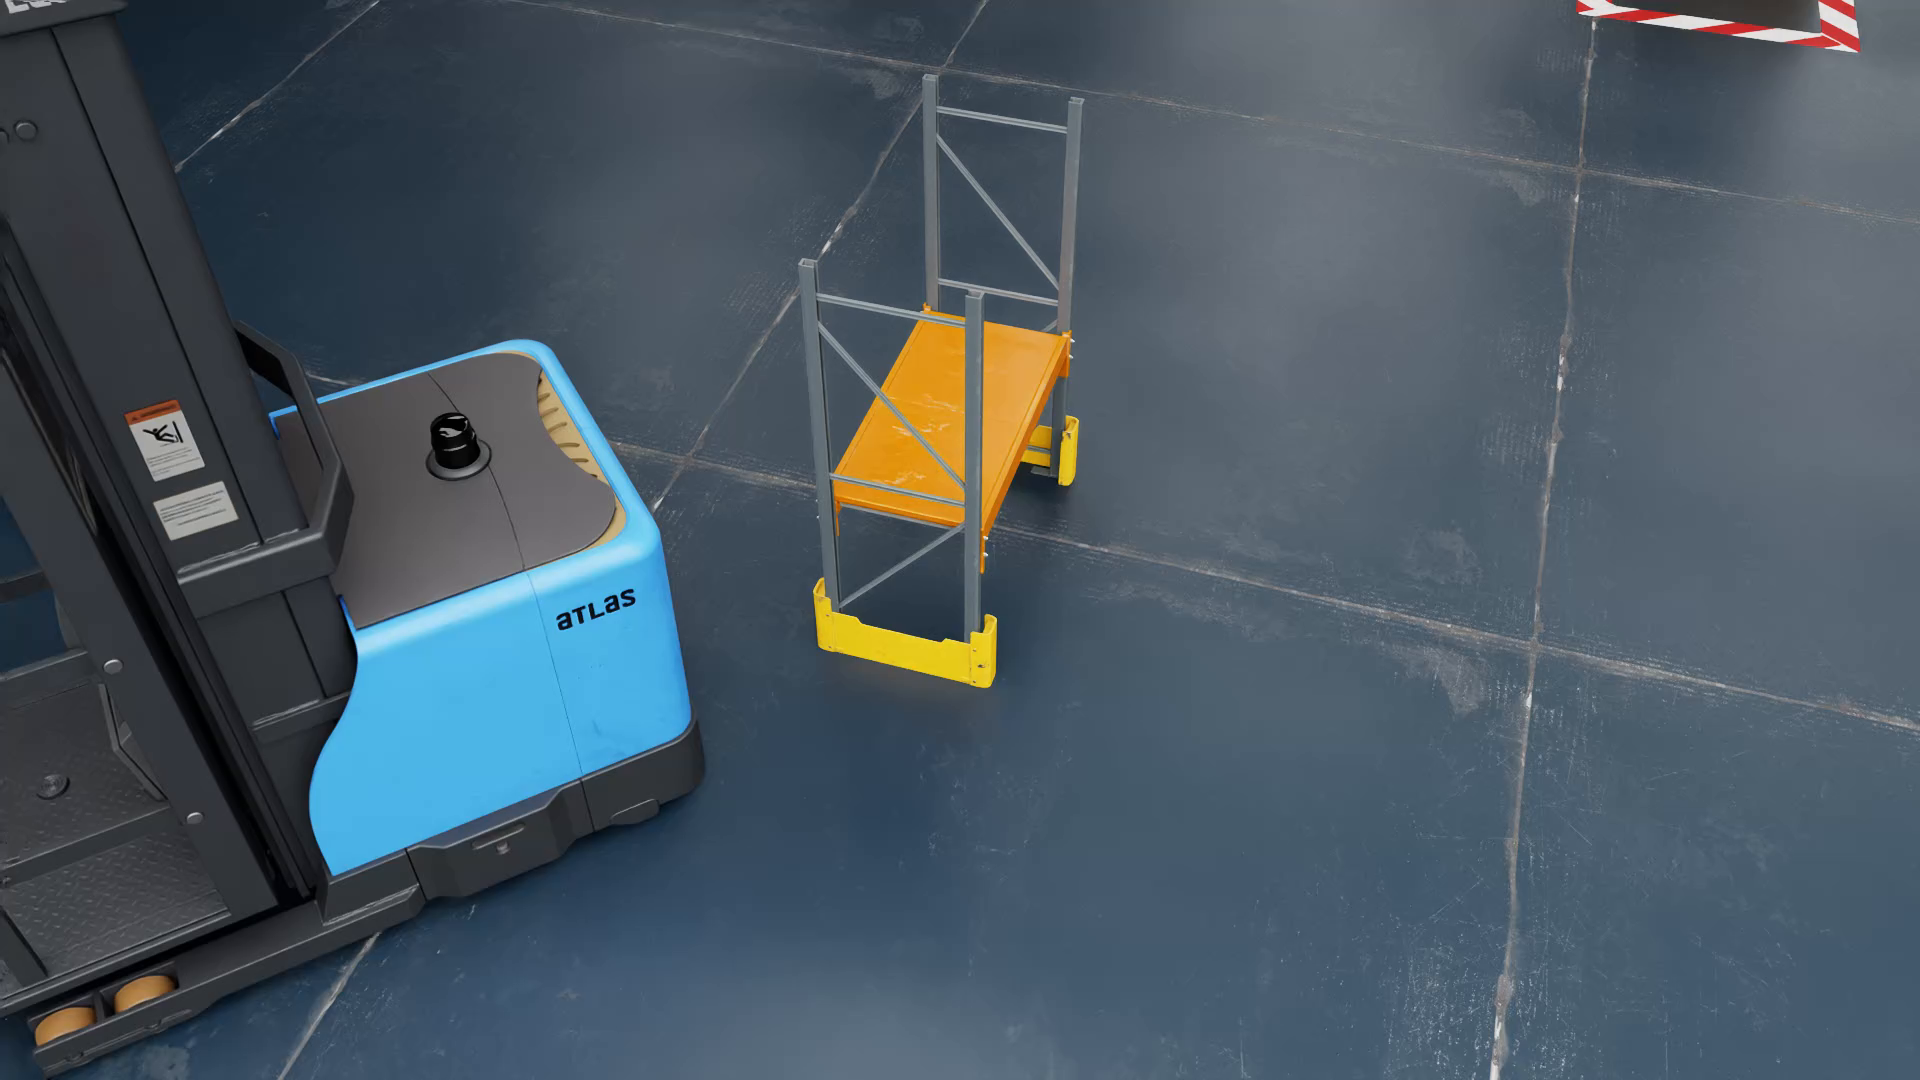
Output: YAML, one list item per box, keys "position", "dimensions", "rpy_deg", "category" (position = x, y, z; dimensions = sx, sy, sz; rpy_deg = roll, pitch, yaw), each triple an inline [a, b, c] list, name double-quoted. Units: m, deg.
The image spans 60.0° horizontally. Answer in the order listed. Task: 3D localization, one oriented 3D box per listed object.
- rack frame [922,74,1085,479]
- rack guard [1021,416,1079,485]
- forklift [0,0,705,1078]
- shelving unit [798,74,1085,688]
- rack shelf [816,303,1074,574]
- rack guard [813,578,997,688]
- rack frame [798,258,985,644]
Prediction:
- position: [0.128, -0.818, 5.514]
  dimensions: [0.500, 1.500, 0.032]
  rpy_deg: [13, 46, 13]
  category: "rack frame"
- position: [0.128, -0.370, 5.950]
  dimensions: [0.587, 0.250, 0.087]
  rpy_deg: [13, 46, 13]
  category: "rack guard"
- position: [-2.301, -0.097, 3.754]
  dimensions: [3.031, 2.935, 1.130]
  rpy_deg: [-21, 48, -20]
  category: "forklift"
- position: [-0.023, -0.485, 5.174]
  dimensions: [0.587, 1.500, 1.083]
  rpy_deg: [13, 46, 13]
  category: "shelving unit"
- position: [-0.026, -0.351, 5.293]
  dimensions: [0.538, 0.185, 1.000]
  rpy_deg: [13, 46, 13]
  category: "rack shelf"
- position: [-0.174, 0.293, 5.271]
  dimensions: [0.587, 0.250, 0.087]
  rpy_deg: [13, 46, 13]
  category: "rack guard"
- position: [-0.180, -0.140, 4.821]
  dimensions: [0.500, 1.500, 0.032]
  rpy_deg: [13, 46, 13]
  category: "rack frame"
